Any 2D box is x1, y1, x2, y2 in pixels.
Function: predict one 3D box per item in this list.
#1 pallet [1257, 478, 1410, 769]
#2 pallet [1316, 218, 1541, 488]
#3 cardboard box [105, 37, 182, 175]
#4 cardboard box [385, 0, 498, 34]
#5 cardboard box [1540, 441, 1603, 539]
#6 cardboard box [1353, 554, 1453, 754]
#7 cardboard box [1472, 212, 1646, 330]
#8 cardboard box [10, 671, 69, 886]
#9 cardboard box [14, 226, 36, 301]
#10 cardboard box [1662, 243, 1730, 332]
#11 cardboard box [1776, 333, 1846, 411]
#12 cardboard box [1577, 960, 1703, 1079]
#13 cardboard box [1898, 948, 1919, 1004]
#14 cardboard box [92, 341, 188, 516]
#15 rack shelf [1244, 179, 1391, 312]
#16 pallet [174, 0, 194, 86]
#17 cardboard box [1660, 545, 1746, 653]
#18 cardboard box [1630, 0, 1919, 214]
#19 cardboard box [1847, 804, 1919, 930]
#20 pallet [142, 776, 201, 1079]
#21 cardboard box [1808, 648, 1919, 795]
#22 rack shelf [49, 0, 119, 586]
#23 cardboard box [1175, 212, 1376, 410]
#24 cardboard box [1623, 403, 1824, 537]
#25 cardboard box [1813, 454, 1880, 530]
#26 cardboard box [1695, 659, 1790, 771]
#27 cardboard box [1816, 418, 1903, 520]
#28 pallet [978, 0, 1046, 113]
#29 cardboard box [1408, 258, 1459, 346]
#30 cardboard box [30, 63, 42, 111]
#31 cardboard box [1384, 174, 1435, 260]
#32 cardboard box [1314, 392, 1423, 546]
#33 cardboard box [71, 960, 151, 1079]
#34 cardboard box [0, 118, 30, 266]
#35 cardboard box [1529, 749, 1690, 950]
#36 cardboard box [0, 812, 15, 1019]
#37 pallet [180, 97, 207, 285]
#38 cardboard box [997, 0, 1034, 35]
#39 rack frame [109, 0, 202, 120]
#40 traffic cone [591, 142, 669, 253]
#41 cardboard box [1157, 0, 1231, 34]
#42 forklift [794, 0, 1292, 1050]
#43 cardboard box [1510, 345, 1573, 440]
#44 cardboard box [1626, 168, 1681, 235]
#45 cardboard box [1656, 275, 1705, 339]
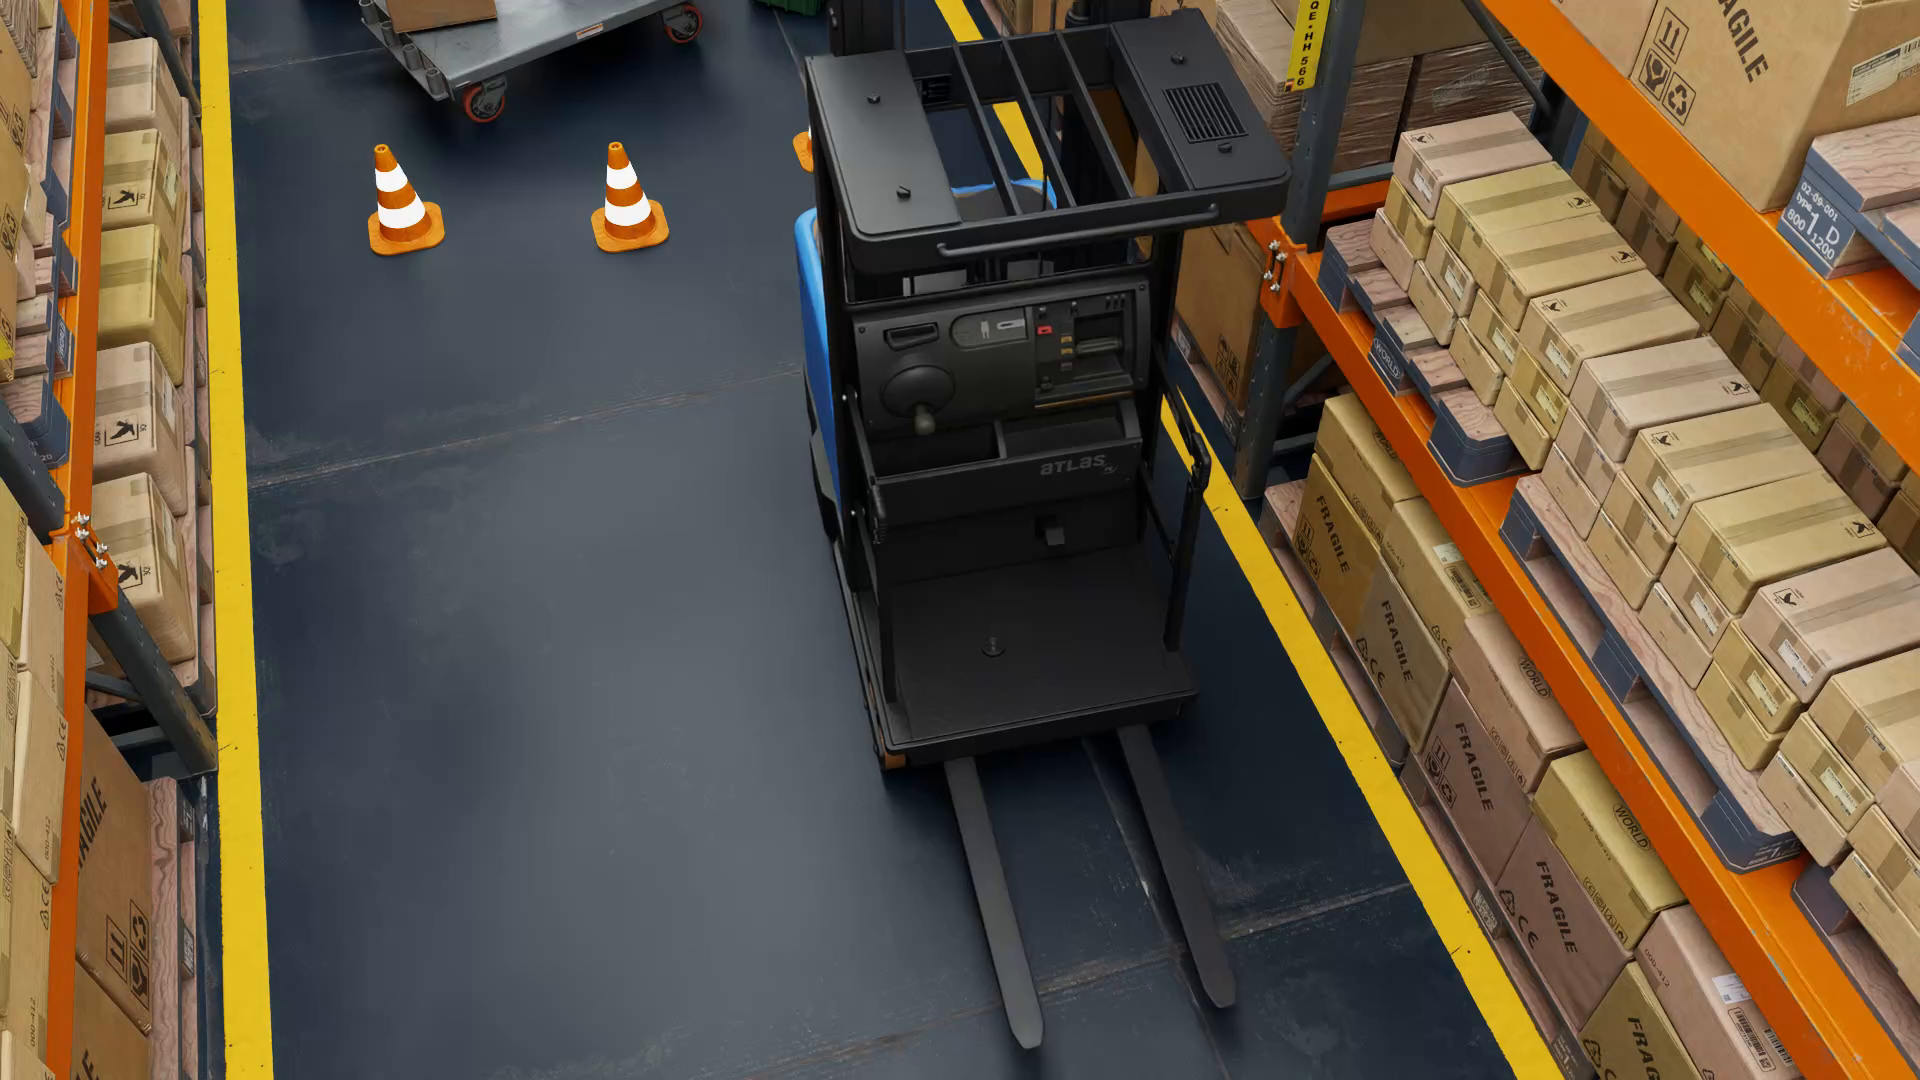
[{"bbox_3d":[1.825,0.194,6.238,1.003,0.211,1.213,-13,51,-11],"label":"pallet"},{"bbox_3d":[1.908,-0.718,5.309,1.213,0.211,1.003,-13,51,-11],"label":"pallet"},{"bbox_3d":[-4.129,-1.911,7.632,0.950,0.372,0.625,-13,51,-11],"label":"cardboard box"},{"bbox_3d":[-2.595,-2.867,8.135,0.500,0.500,0.500,-13,51,-11],"label":"cardboard box"},{"bbox_3d":[1.856,-0.175,4.615,0.380,0.149,0.250,-12,51,-10],"label":"cardboard box"},{"bbox_3d":[1.713,0.335,5.656,0.500,0.500,0.500,-13,51,-11],"label":"cardboard box"},{"bbox_3d":[1.697,-0.765,4.723,0.380,0.149,0.250,-14,51,-11],"label":"cardboard box"},{"bbox_3d":[-2.540,0.645,4.132,0.500,0.250,0.500,-12,51,-10],"label":"cardboard box"},{"bbox_3d":[-3.111,-0.841,5.177,0.380,0.149,0.250,-16,52,-13],"label":"cardboard box"},{"bbox_3d":[2.337,-0.782,4.933,0.380,0.149,0.250,-12,51,-10],"label":"cardboard box"},{"bbox_3d":[2.476,-0.521,4.518,0.380,0.149,0.250,-13,51,-11],"label":"cardboard box"},{"bbox_3d":[2.167,1.457,4.710,0.500,0.500,0.500,-14,51,-12],"label":"cardboard box"},{"bbox_3d":[2.322,0.974,3.647,0.380,0.149,0.250,-13,51,-11],"label":"cardboard box"},{"bbox_3d":[-3.487,-0.324,6.295,0.950,0.372,0.625,-14,51,-12],"label":"cardboard box"},{"bbox_3d":[1.004,-2.505,7.160,1.077,0.370,4.000,-13,51,-11],"label":"rack shelf"},{"bbox_3d":[-4.519,-2.588,8.584,1.003,0.211,1.213,-13,51,-11],"label":"pallet"},{"bbox_3d":[2.012,0.108,4.181,0.380,0.149,0.250,-12,51,-10],"label":"cardboard box"},{"bbox_3d":[1.817,-1.070,3.453,0.500,0.500,0.500,-13,51,-11],"label":"cardboard box"},{"bbox_3d":[2.237,0.676,3.703,0.380,0.149,0.250,-15,51,-12],"label":"cardboard box"},{"bbox_3d":[-2.942,1.408,5.214,1.003,0.211,1.213,-13,51,-11],"label":"pallet"},{"bbox_3d":[2.171,0.393,3.747,0.380,0.149,0.250,-15,51,-12],"label":"cardboard box"},{"bbox_3d":[-3.695,-1.312,6.154,1.077,0.370,4.000,-13,51,-11],"label":"rack shelf"},{"bbox_3d":[1.501,-1.152,6.745,1.050,0.750,0.750,-14,51,-11],"label":"cardboard box"},{"bbox_3d":[1.937,-0.181,4.231,0.380,0.149,0.250,-12,51,-10],"label":"cardboard box"},{"bbox_3d":[2.554,-0.136,4.582,0.380,0.149,0.250,-12,51,-10],"label":"cardboard box"},{"bbox_3d":[2.083,0.395,4.135,0.380,0.149,0.250,-11,51,-9],"label":"cardboard box"},{"bbox_3d":[2.560,-0.227,4.464,0.380,0.149,0.250,-12,51,-10],"label":"cardboard box"},{"bbox_3d":[0.712,-2.752,8.722,1.003,0.211,1.213,-13,51,-11],"label":"pallet"},{"bbox_3d":[1.614,-0.762,5.110,0.380,0.149,0.250,-11,51,-9],"label":"cardboard box"},{"bbox_3d":[-3.454,-1.608,5.823,0.380,0.149,0.250,-12,51,-10],"label":"cardboard box"},{"bbox_3d":[1.546,-1.028,5.140,0.380,0.149,0.250,-11,51,-9],"label":"cardboard box"},{"bbox_3d":[1.568,-0.289,5.691,0.500,0.250,0.500,-15,52,-13],"label":"cardboard box"},{"bbox_3d":[-2.719,1.642,4.309,0.875,0.875,0.875,-13,51,-11],"label":"cardboard box"},{"bbox_3d":[-3.176,-1.107,4.976,0.500,0.500,0.500,-11,51,-9],"label":"cardboard box"},{"bbox_3d":[2.007,0.826,4.751,0.500,0.250,0.500,-15,52,-13],"label":"cardboard box"},{"bbox_3d":[-2.392,0.843,3.638,0.500,0.250,0.500,-15,51,-12],"label":"cardboard box"},{"bbox_3d":[-4.055,-1.538,7.698,1.003,0.211,1.213,-13,51,-11],"label":"pallet"},{"bbox_3d":[0.682,-3.175,8.451,1.050,0.750,0.750,-14,51,-11],"label":"cardboard box"},{"bbox_3d":[-4.287,-3.005,7.111,1.000,3.000,0.127,-13,51,-11],"label":"rack frame"},{"bbox_3d":[-1.541,-1.612,7.596,0.336,0.463,0.334,-13,51,-11],"label":"traffic cone"},{"bbox_3d":[1.059,-1.941,6.149,0.500,0.500,0.500,-13,51,-11],"label":"cardboard box"},{"bbox_3d":[0.187,-0.463,5.013,1.130,2.935,3.031,-10,51,-8],"label":"forklift"},{"bbox_3d":[1.785,-0.452,4.654,0.380,0.149,0.250,-13,51,-11],"label":"cardboard box"},{"bbox_3d":[2.250,-1.084,4.992,0.380,0.149,0.250,-14,51,-11],"label":"cardboard box"},{"bbox_3d":[2.328,-0.705,5.062,0.380,0.149,0.250,-13,51,-10],"label":"cardboard box"}]
